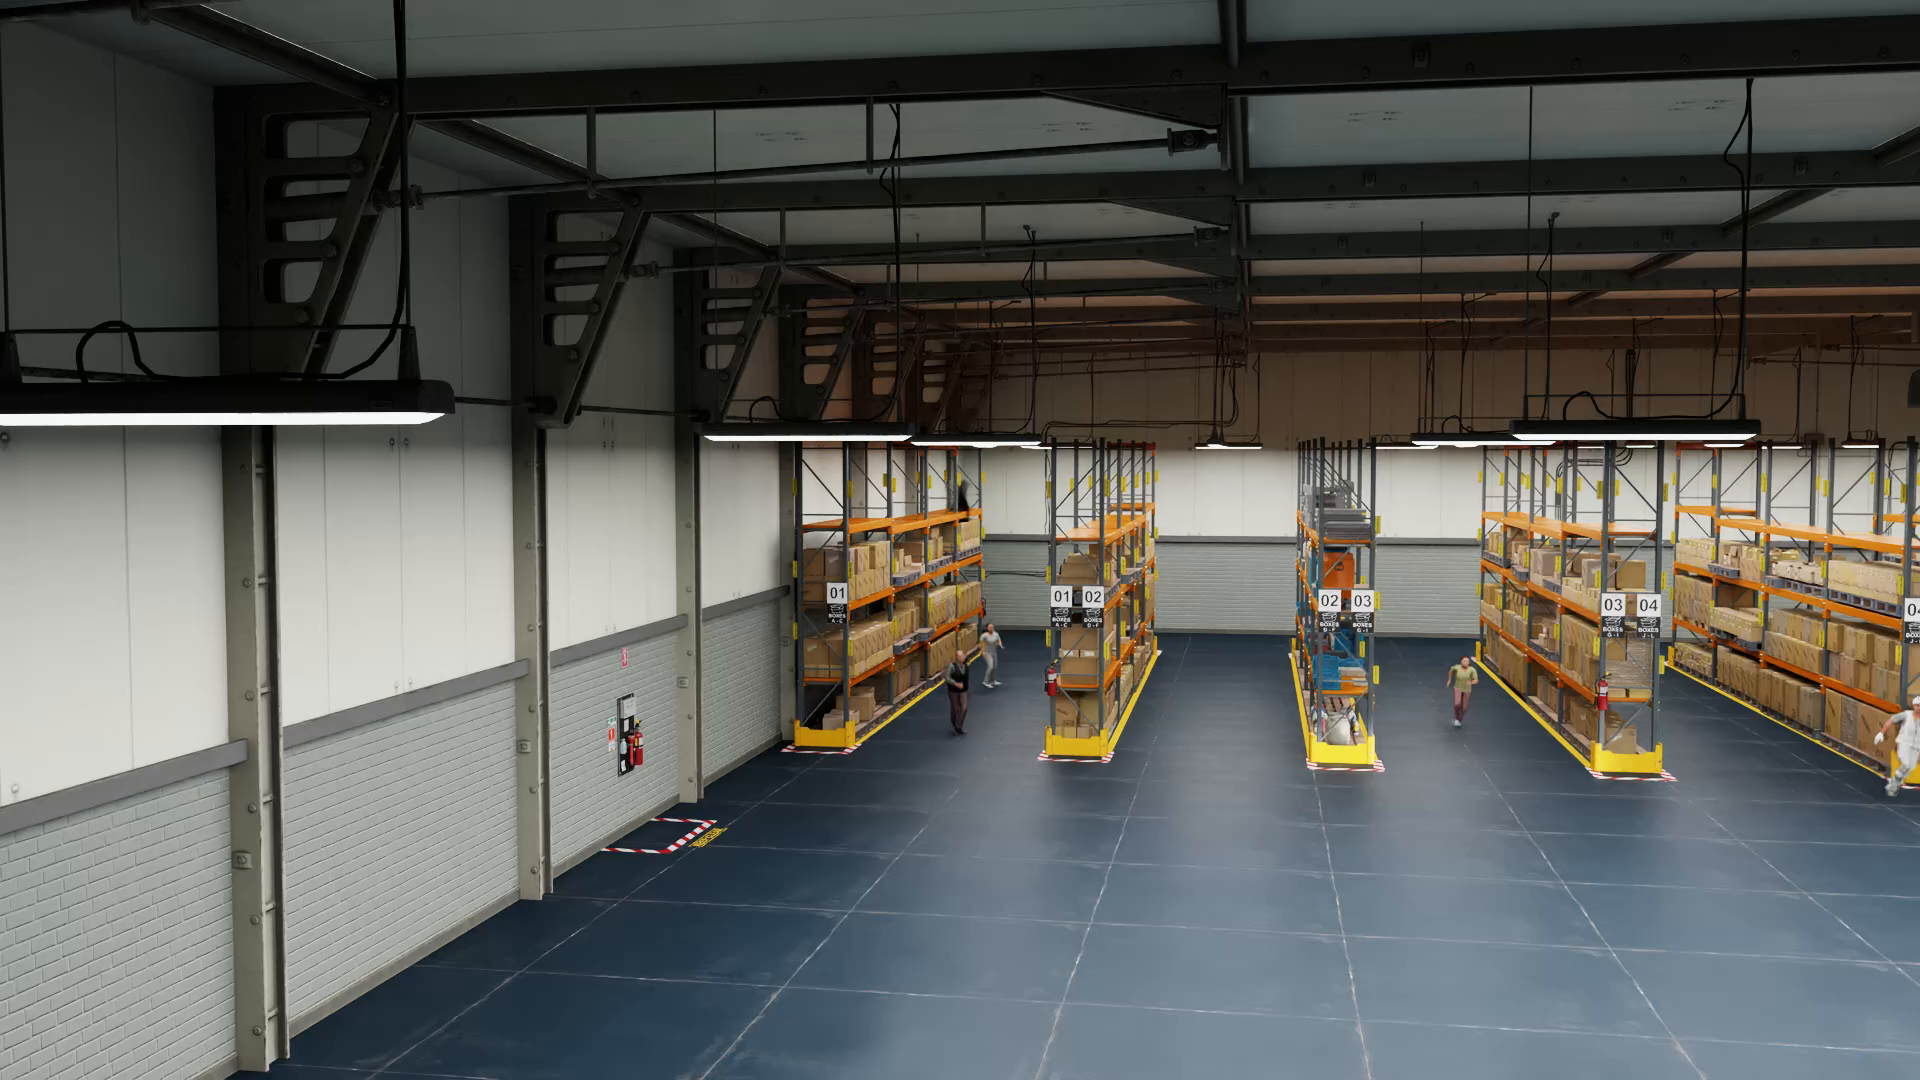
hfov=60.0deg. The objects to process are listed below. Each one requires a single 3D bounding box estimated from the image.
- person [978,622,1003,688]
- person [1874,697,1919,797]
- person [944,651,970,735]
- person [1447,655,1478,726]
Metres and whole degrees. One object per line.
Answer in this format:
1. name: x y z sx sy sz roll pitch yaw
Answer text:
1. person: 0.778 2.792 40.625 0.621 1.603 0.750 -2 4 -35
2. person: 15.726 3.433 27.514 0.845 1.691 0.715 0 3 -1
3. person: -0.079 3.078 33.883 0.630 1.693 0.828 -1 3 -20
4. person: 10.391 3.118 34.380 0.576 1.539 0.898 0 3 8
